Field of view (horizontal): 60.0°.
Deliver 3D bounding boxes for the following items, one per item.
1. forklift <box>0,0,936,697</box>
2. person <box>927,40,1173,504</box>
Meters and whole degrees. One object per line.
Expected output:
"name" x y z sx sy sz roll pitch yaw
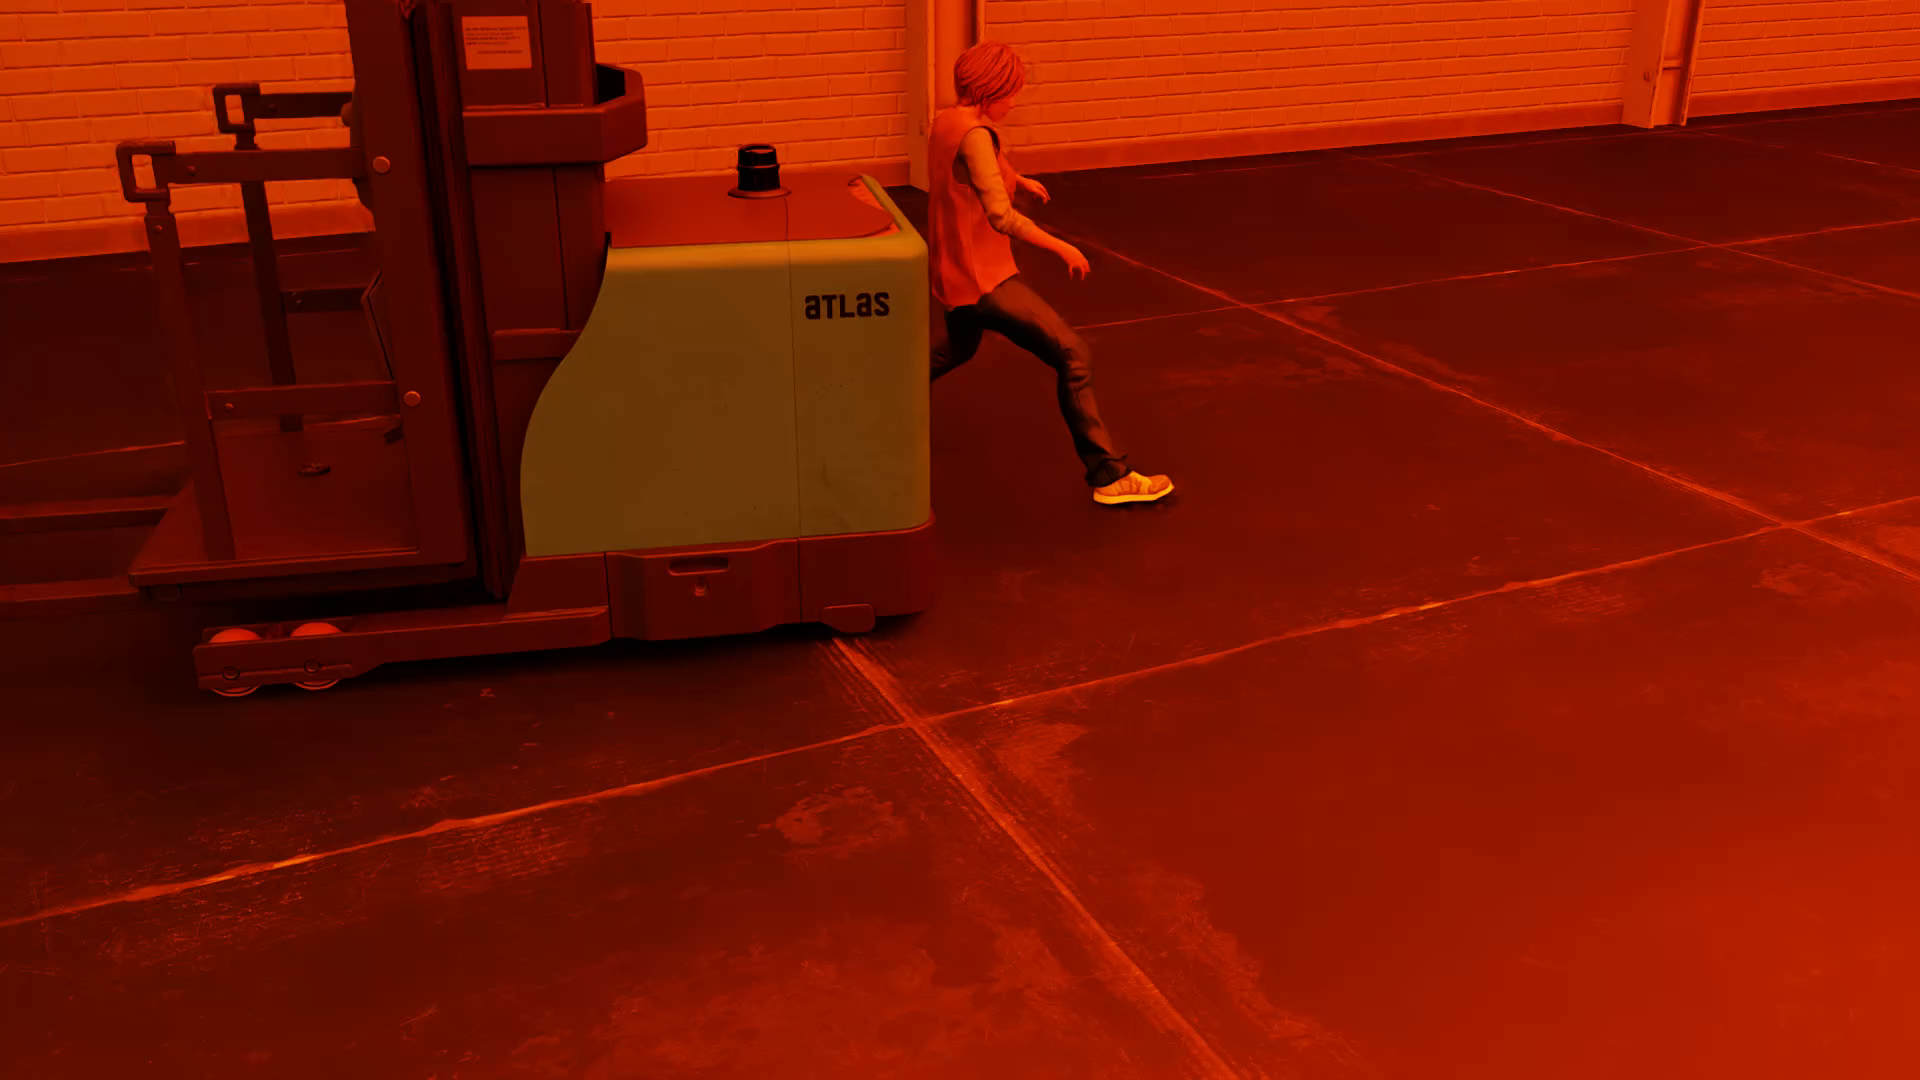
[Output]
"forklift" -1.634 -1.181 4.130 3.031 2.935 1.130 -4 23 -10
"person" 0.150 -0.895 5.454 0.912 1.440 0.983 -5 23 -12
